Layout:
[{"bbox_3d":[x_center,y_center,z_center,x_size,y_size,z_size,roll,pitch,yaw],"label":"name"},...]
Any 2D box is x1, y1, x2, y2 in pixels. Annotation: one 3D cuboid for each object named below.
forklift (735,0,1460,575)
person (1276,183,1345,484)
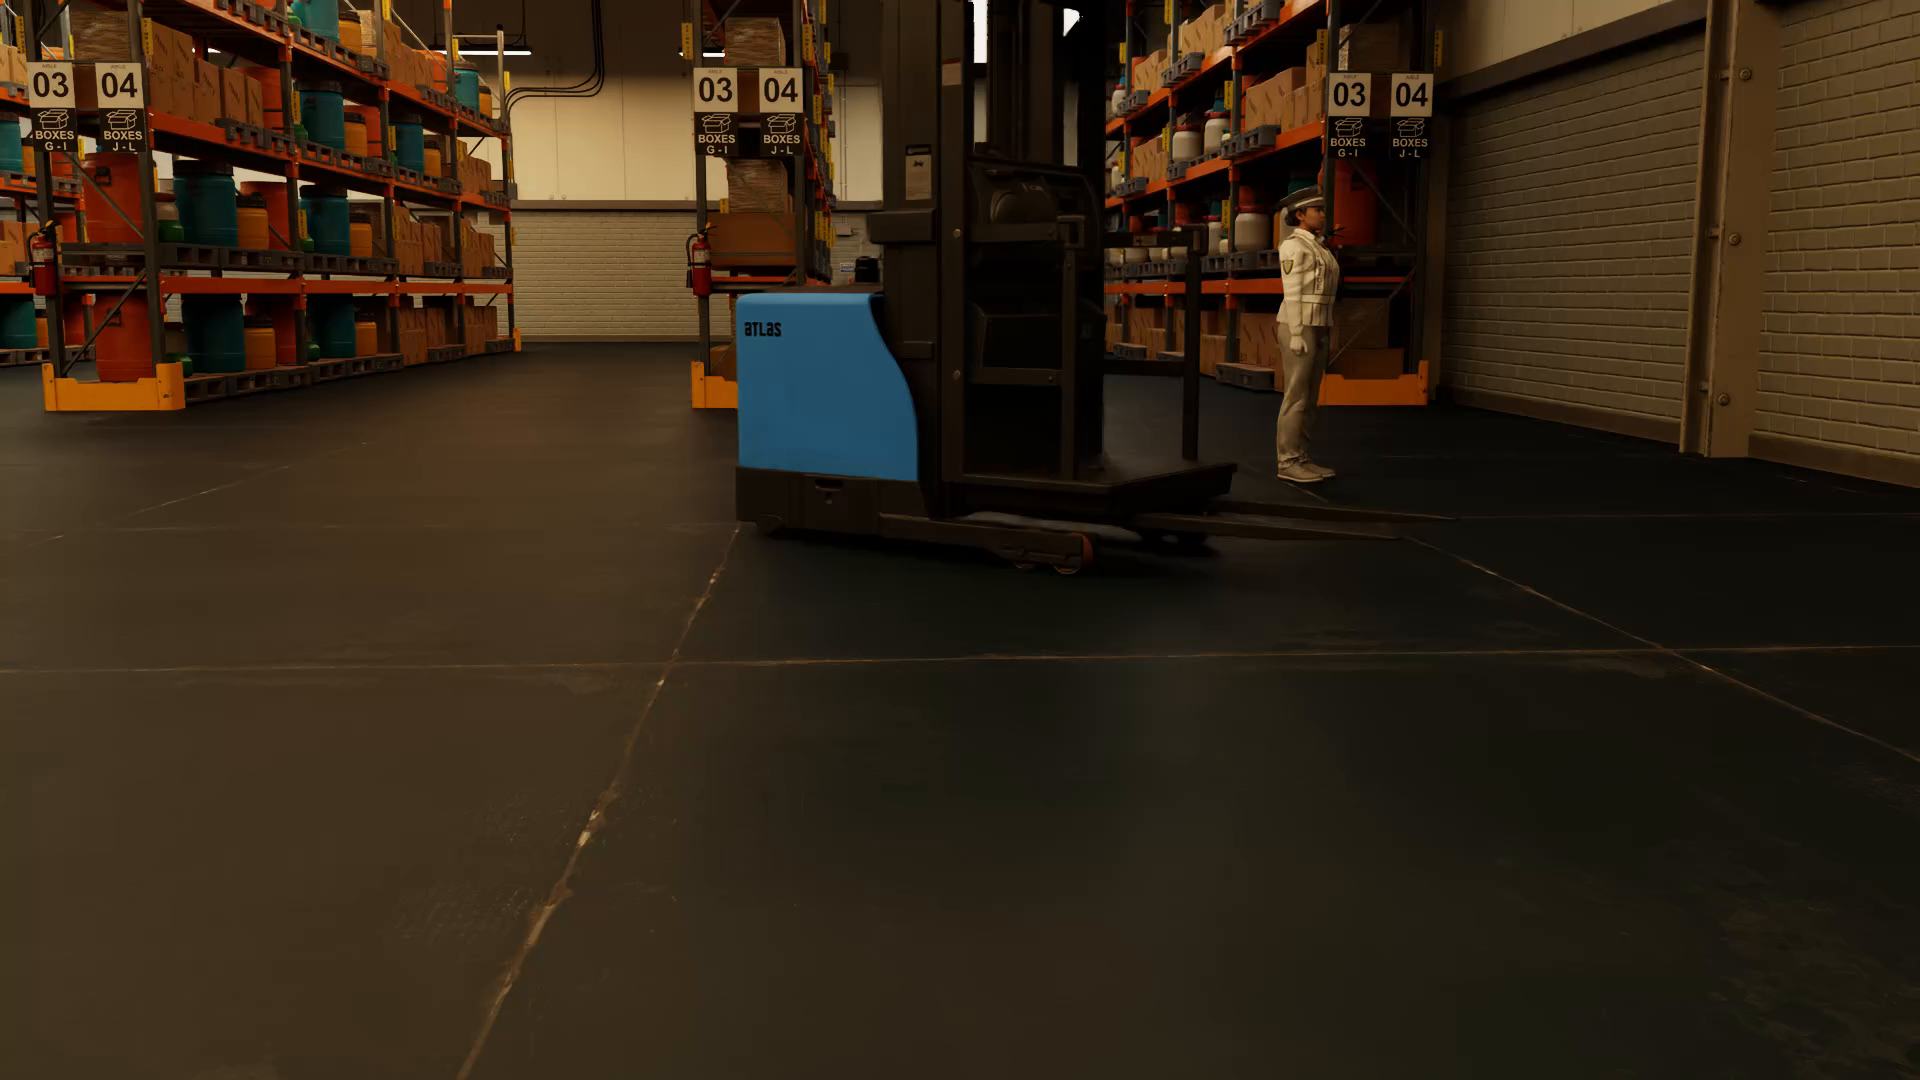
[{"bbox_3d":[0.490,-1.403,6.780,3.031,2.935,1.130,6,10,35],"label":"forklift"},{"bbox_3d":[2.005,-1.193,9.603,0.355,1.694,0.464,5,10,29],"label":"person"}]
